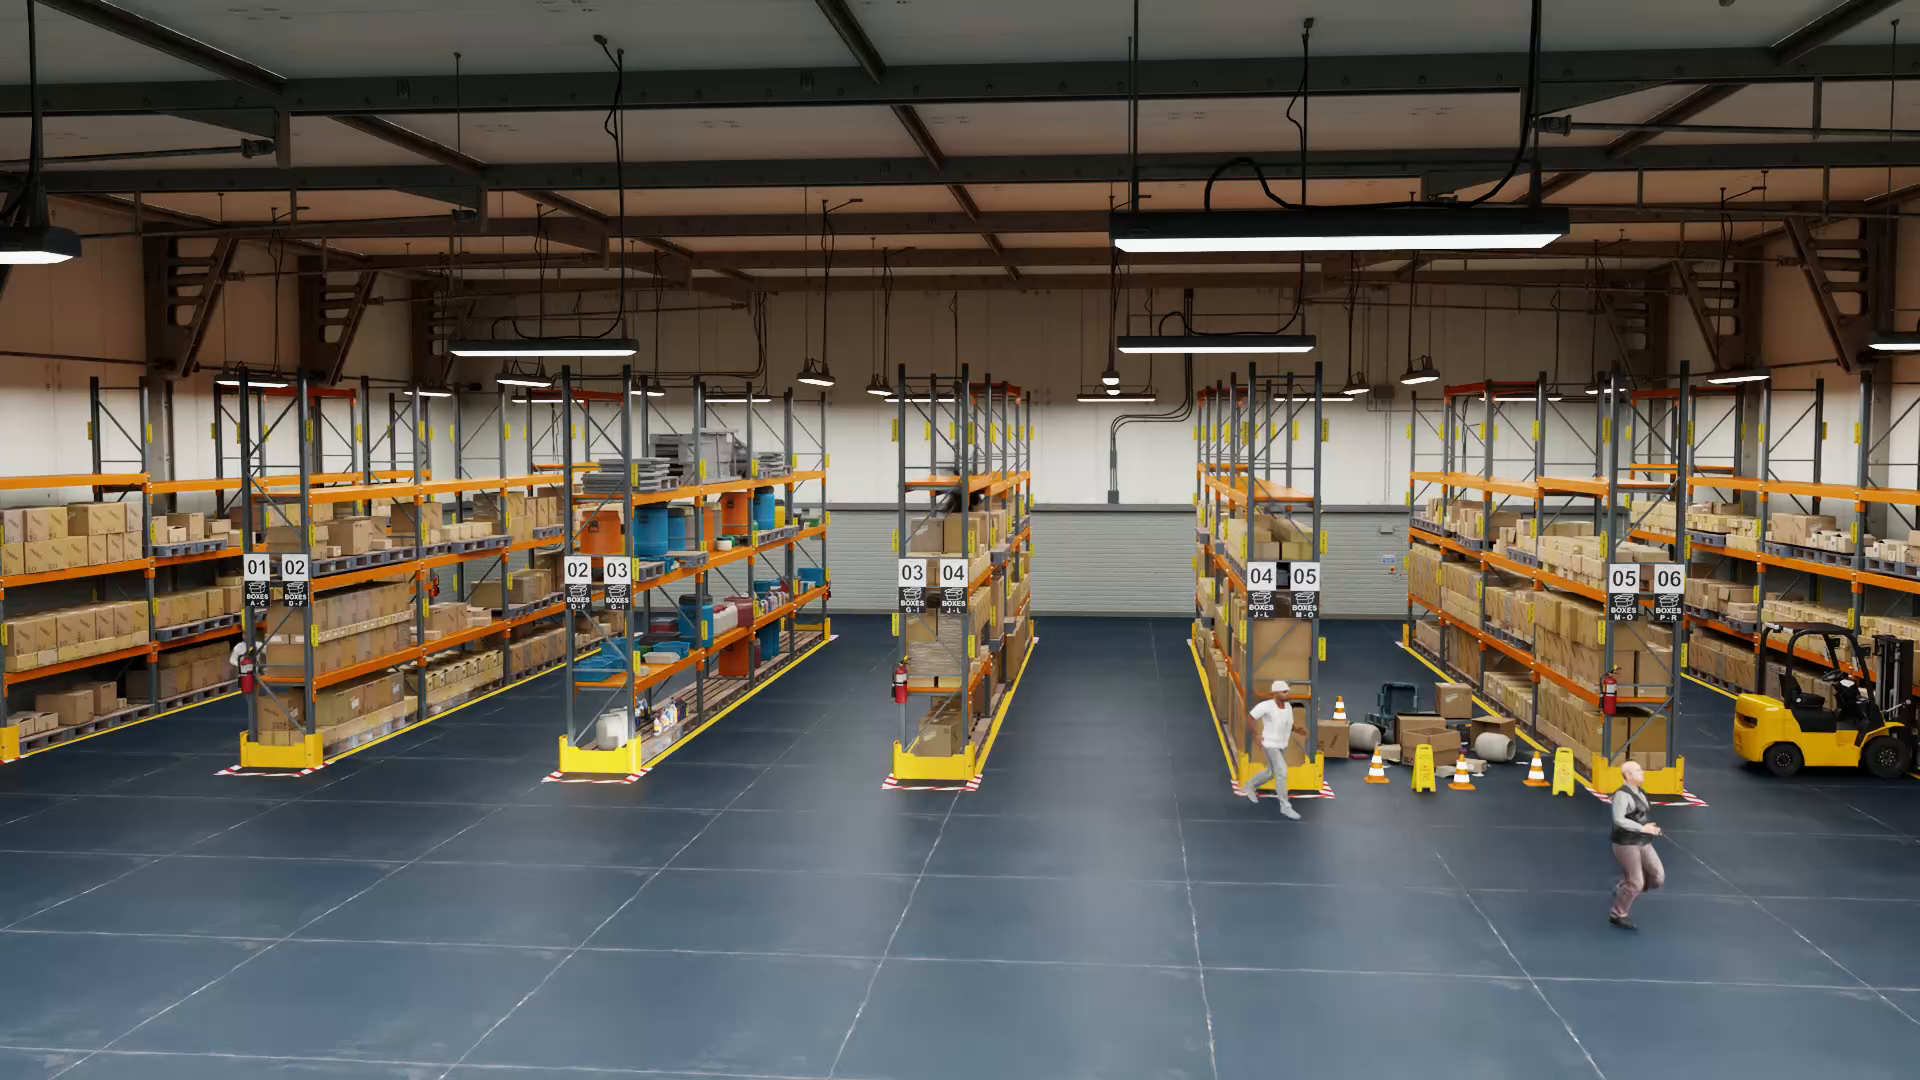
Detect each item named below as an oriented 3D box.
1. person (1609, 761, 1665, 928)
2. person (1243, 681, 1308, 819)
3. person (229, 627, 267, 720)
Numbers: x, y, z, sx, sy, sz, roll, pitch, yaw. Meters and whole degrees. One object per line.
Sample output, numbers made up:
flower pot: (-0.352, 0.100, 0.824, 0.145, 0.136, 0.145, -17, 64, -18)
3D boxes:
person: (6.833, 3.077, 16.788, 0.555, 1.691, 0.708, 4, 5, 44)
person: (4.112, 2.713, 21.902, 0.657, 1.759, 0.997, -4, 5, -44)
person: (-12.153, 2.345, 28.478, 0.631, 1.770, 0.739, 0, 4, -4)
